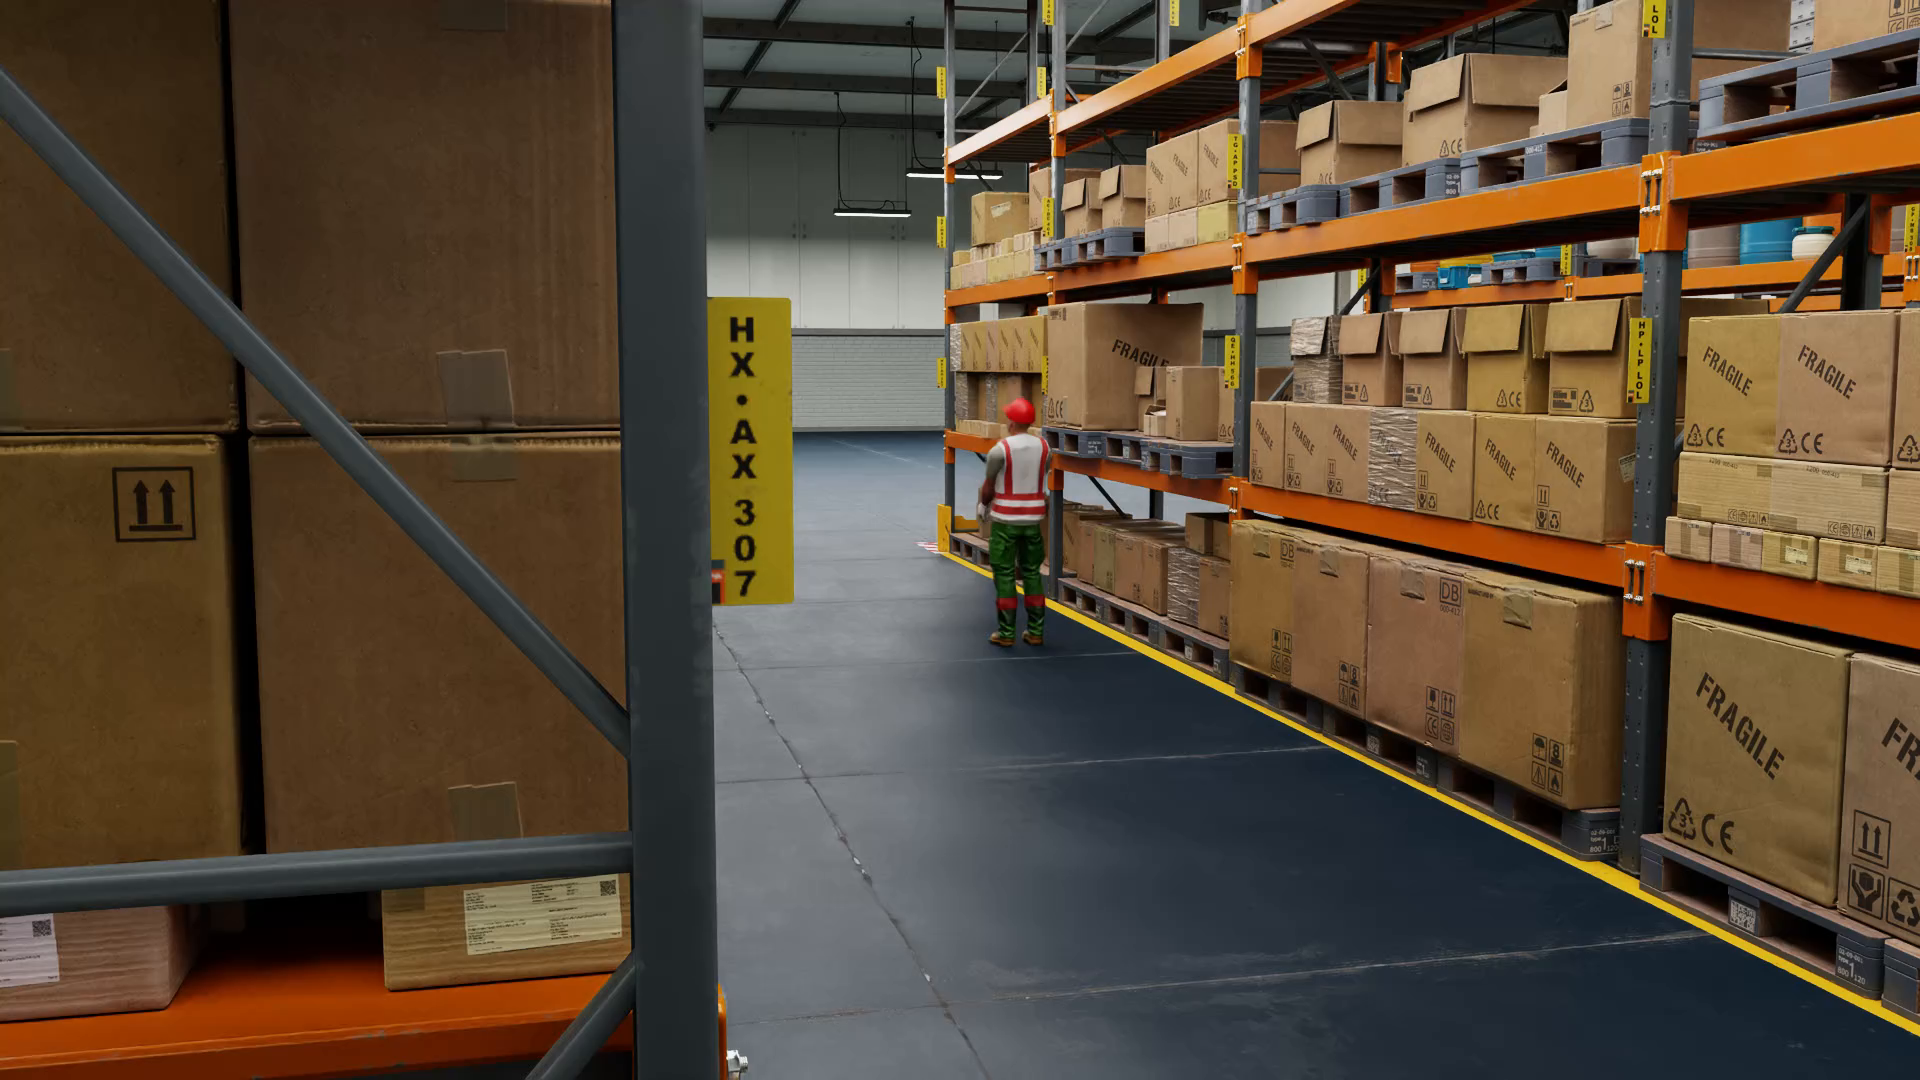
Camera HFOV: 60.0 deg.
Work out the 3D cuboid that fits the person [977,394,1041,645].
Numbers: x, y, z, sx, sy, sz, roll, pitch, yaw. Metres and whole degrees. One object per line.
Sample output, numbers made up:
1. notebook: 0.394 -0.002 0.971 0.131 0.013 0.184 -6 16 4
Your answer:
1. person: 0.359 -0.156 12.053 0.444 1.800 0.587 1 6 6
